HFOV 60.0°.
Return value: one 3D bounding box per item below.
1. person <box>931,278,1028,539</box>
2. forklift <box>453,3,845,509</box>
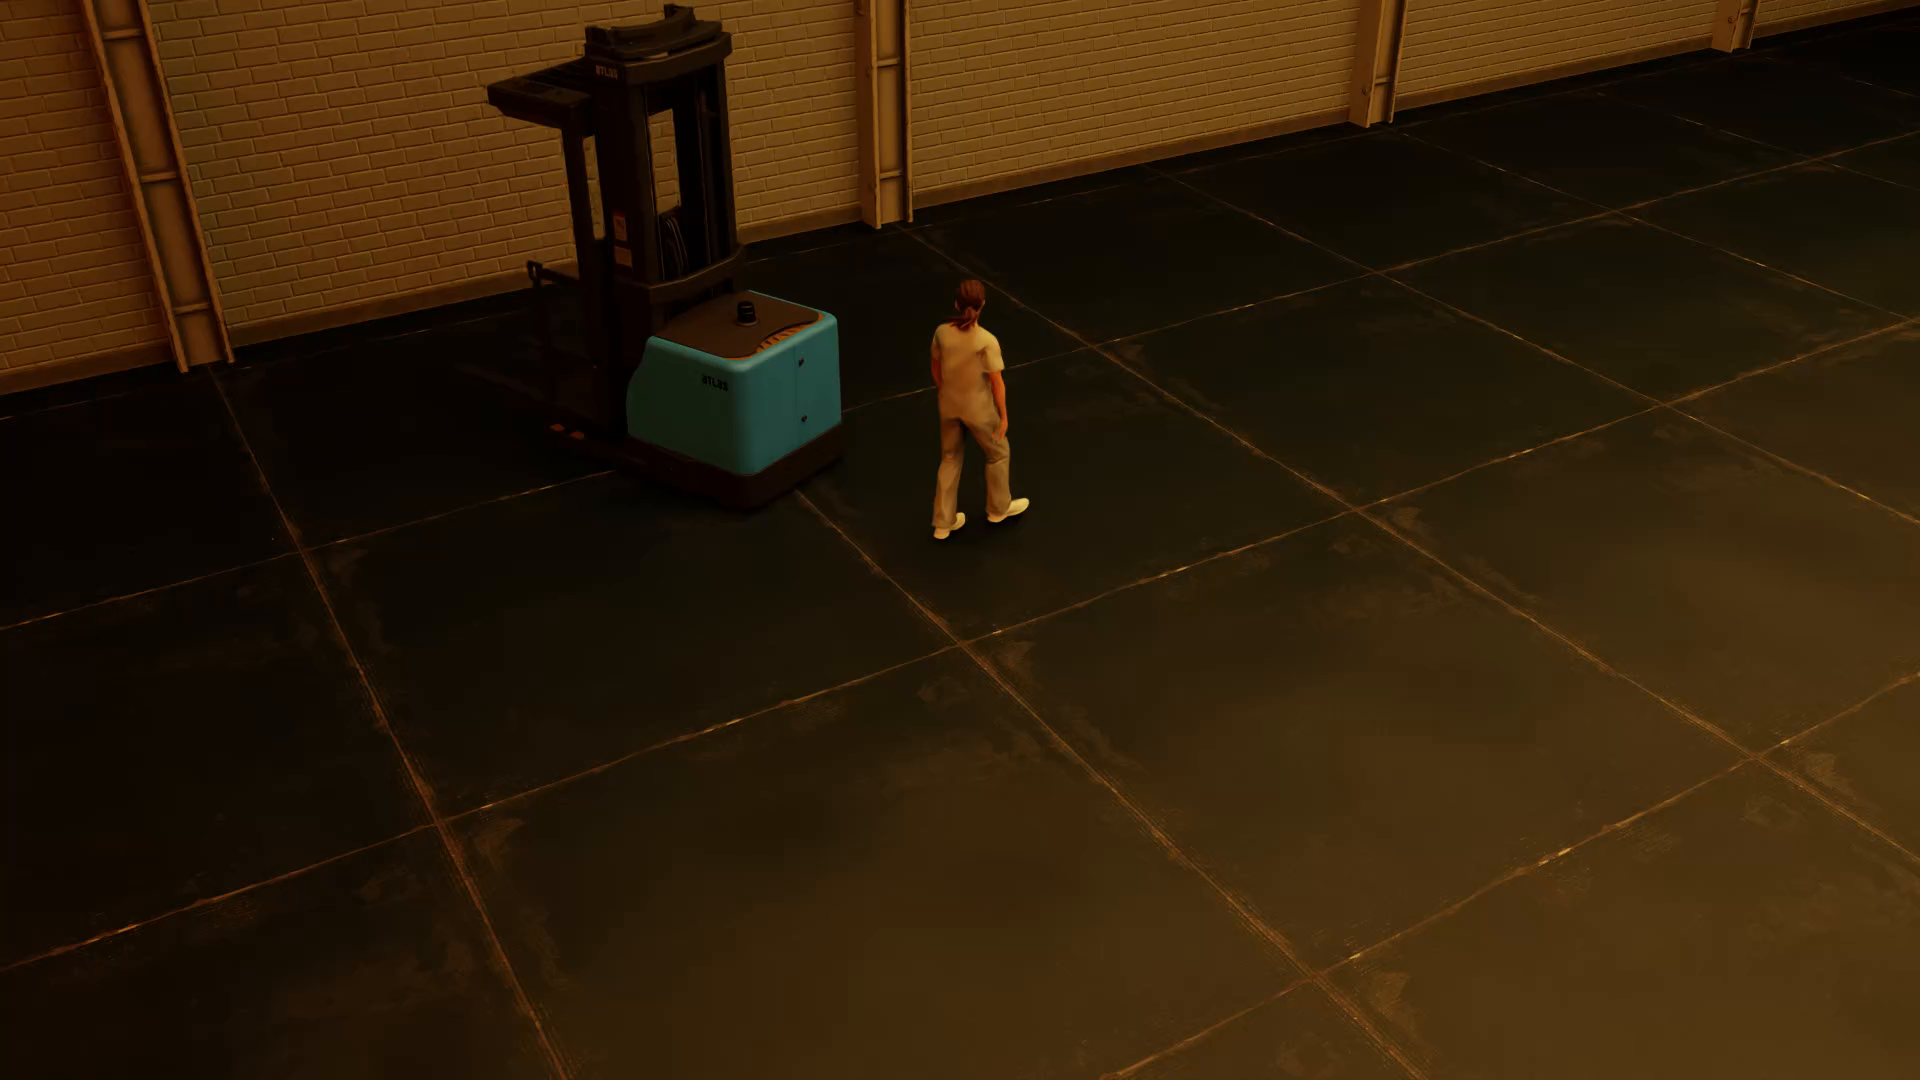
[{"bbox_3d":[0.079,-0.827,10.201,0.571,1.650,0.628,15,34,23],"label":"person"},{"bbox_3d":[-2.287,-2.041,11.055,3.031,2.935,1.130,20,36,29],"label":"forklift"}]
